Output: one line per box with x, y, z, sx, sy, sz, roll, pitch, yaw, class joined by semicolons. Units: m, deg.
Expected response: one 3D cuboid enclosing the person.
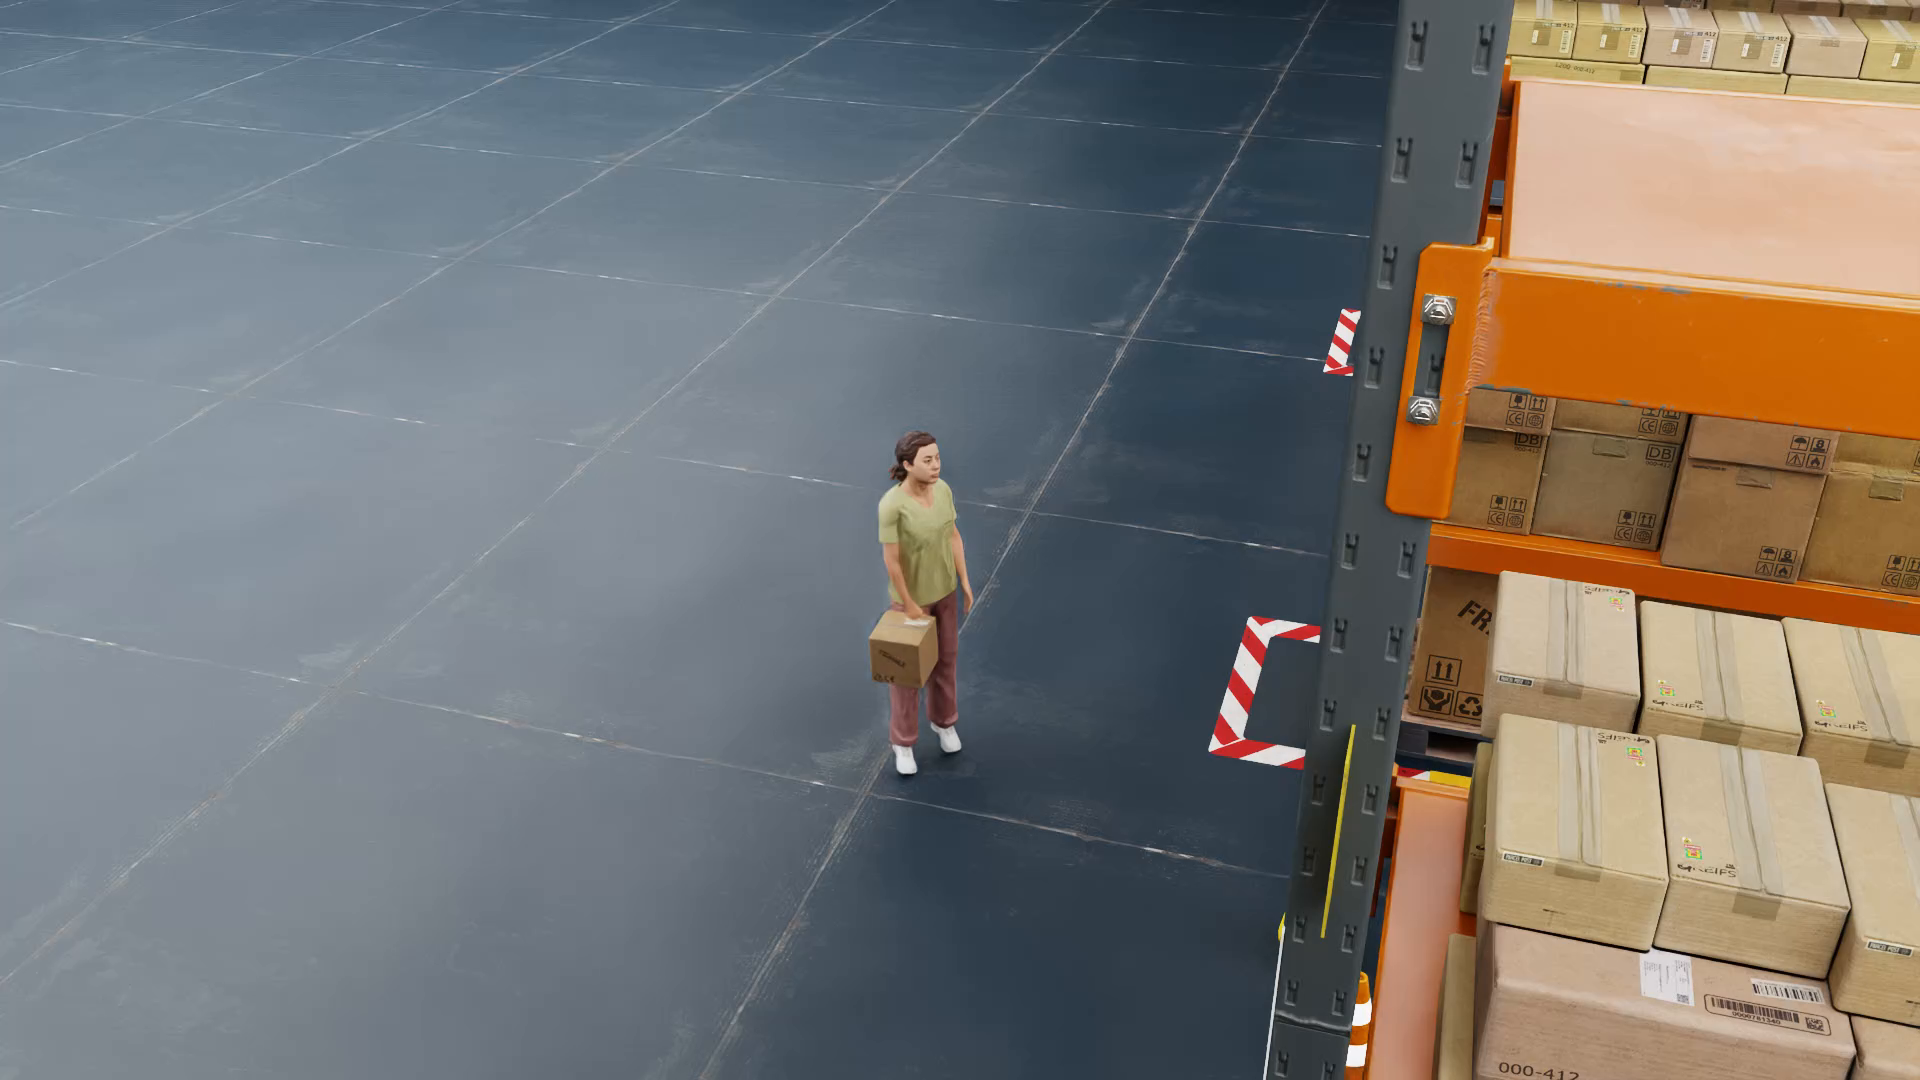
-0.193;0.280;7.974;0.527;1.684;0.443;-24;37;-35;person
